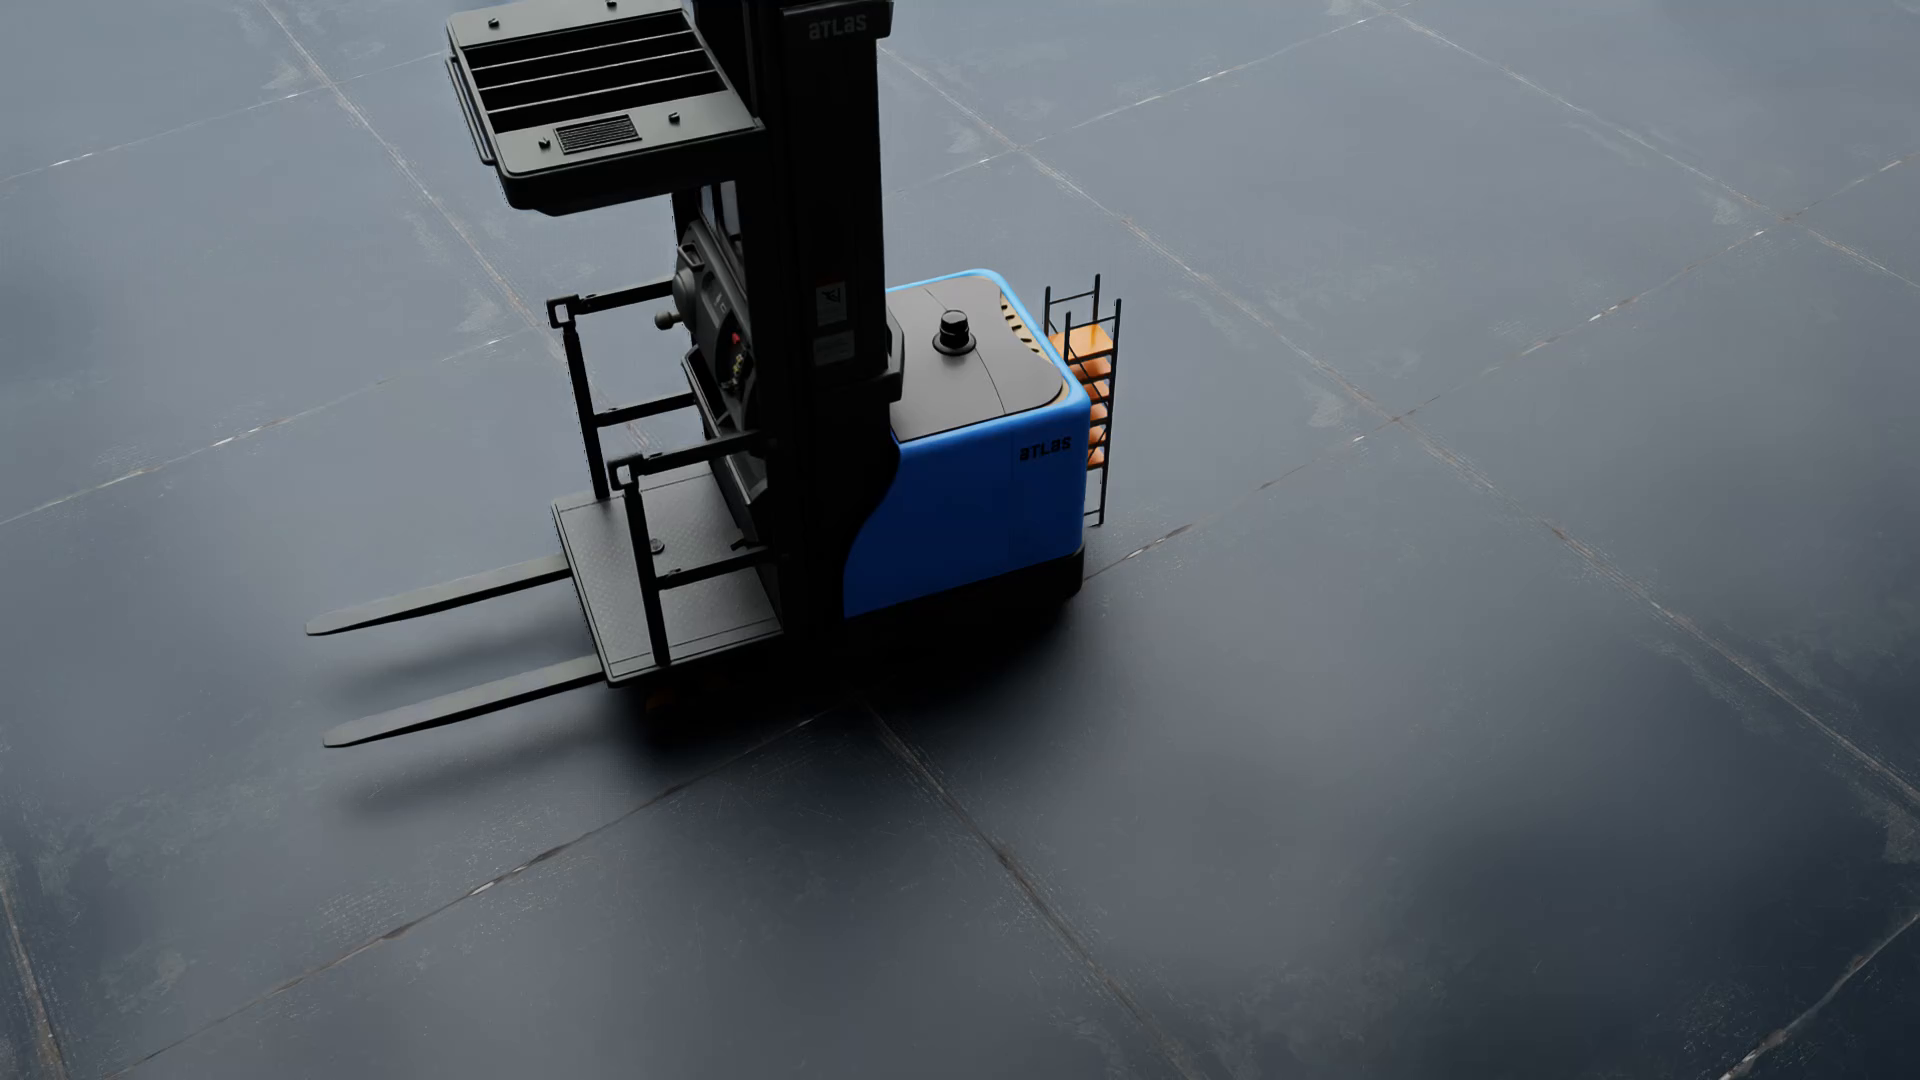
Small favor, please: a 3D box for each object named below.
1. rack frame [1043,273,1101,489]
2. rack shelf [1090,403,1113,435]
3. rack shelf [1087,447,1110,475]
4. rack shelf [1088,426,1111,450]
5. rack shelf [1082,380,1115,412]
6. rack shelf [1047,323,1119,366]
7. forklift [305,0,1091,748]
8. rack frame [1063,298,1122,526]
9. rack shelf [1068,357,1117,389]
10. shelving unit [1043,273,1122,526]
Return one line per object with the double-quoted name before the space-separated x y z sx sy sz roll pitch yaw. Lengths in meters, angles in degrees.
"rack frame" 0.448 -0.594 6.994 0.240 1.200 0.006 -16 46 -17
"rack shelf" 0.484 -0.503 6.964 0.258 0.103 0.180 -16 46 -17
"rack shelf" 0.484 -0.330 7.129 0.258 0.103 0.180 -16 46 -17
"rack shelf" 0.484 -0.416 7.046 0.258 0.103 0.180 -16 46 -17
"rack shelf" 0.484 -0.590 6.881 0.258 0.103 0.180 -16 46 -17
"rack shelf" 0.484 -0.764 6.715 0.258 0.103 0.180 -16 46 -17
"forklift" -1.058 -0.739 5.892 3.031 2.935 1.130 -15 46 -16
"rack frame" 0.520 -0.477 6.872 0.240 1.200 0.006 -16 46 -17
"rack shelf" 0.484 -0.677 6.798 0.258 0.103 0.180 -16 46 -17
"shelving unit" 0.484 -0.535 6.933 0.258 1.200 0.189 -16 46 -17
